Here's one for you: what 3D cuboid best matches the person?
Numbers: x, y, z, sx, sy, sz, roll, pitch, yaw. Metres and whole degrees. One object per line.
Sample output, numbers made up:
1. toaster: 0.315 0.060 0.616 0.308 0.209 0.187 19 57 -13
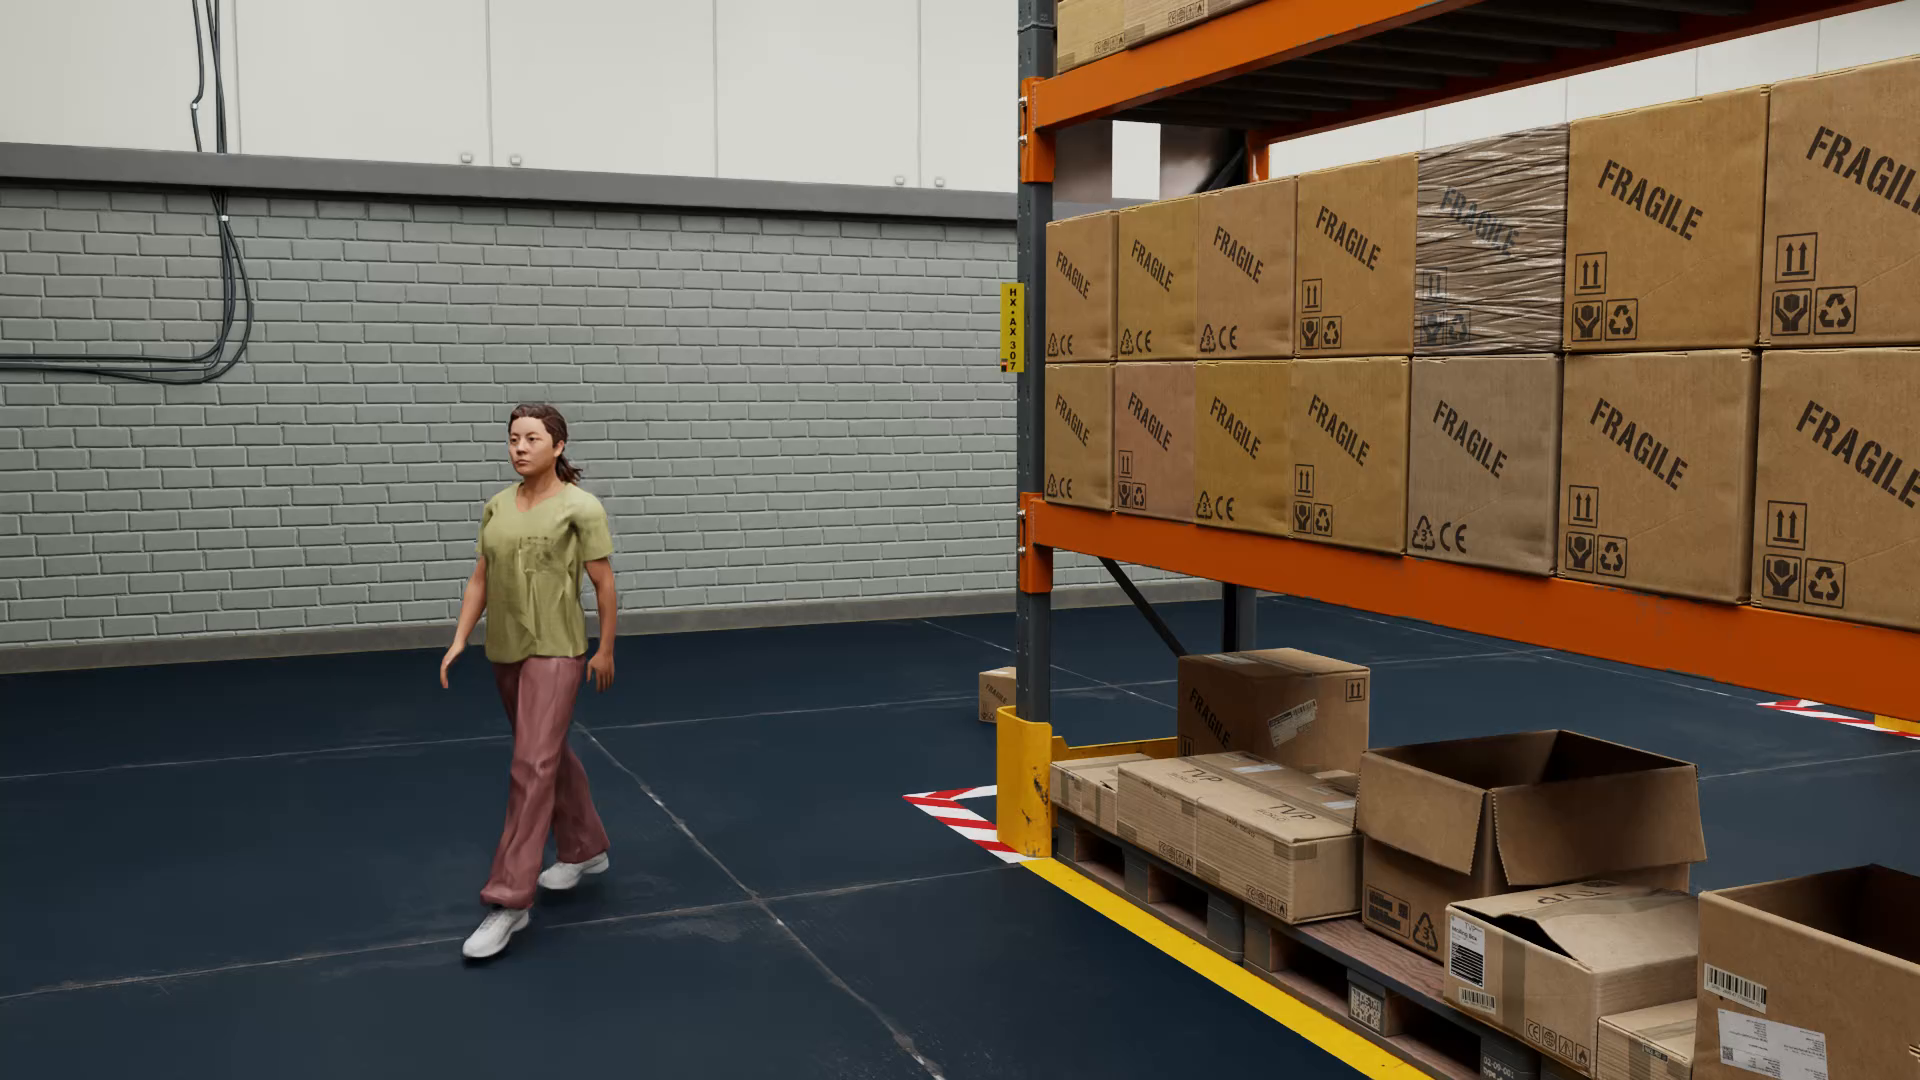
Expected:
1. person: -1.413 0.389 5.315 0.460 1.643 0.887 2 6 23
